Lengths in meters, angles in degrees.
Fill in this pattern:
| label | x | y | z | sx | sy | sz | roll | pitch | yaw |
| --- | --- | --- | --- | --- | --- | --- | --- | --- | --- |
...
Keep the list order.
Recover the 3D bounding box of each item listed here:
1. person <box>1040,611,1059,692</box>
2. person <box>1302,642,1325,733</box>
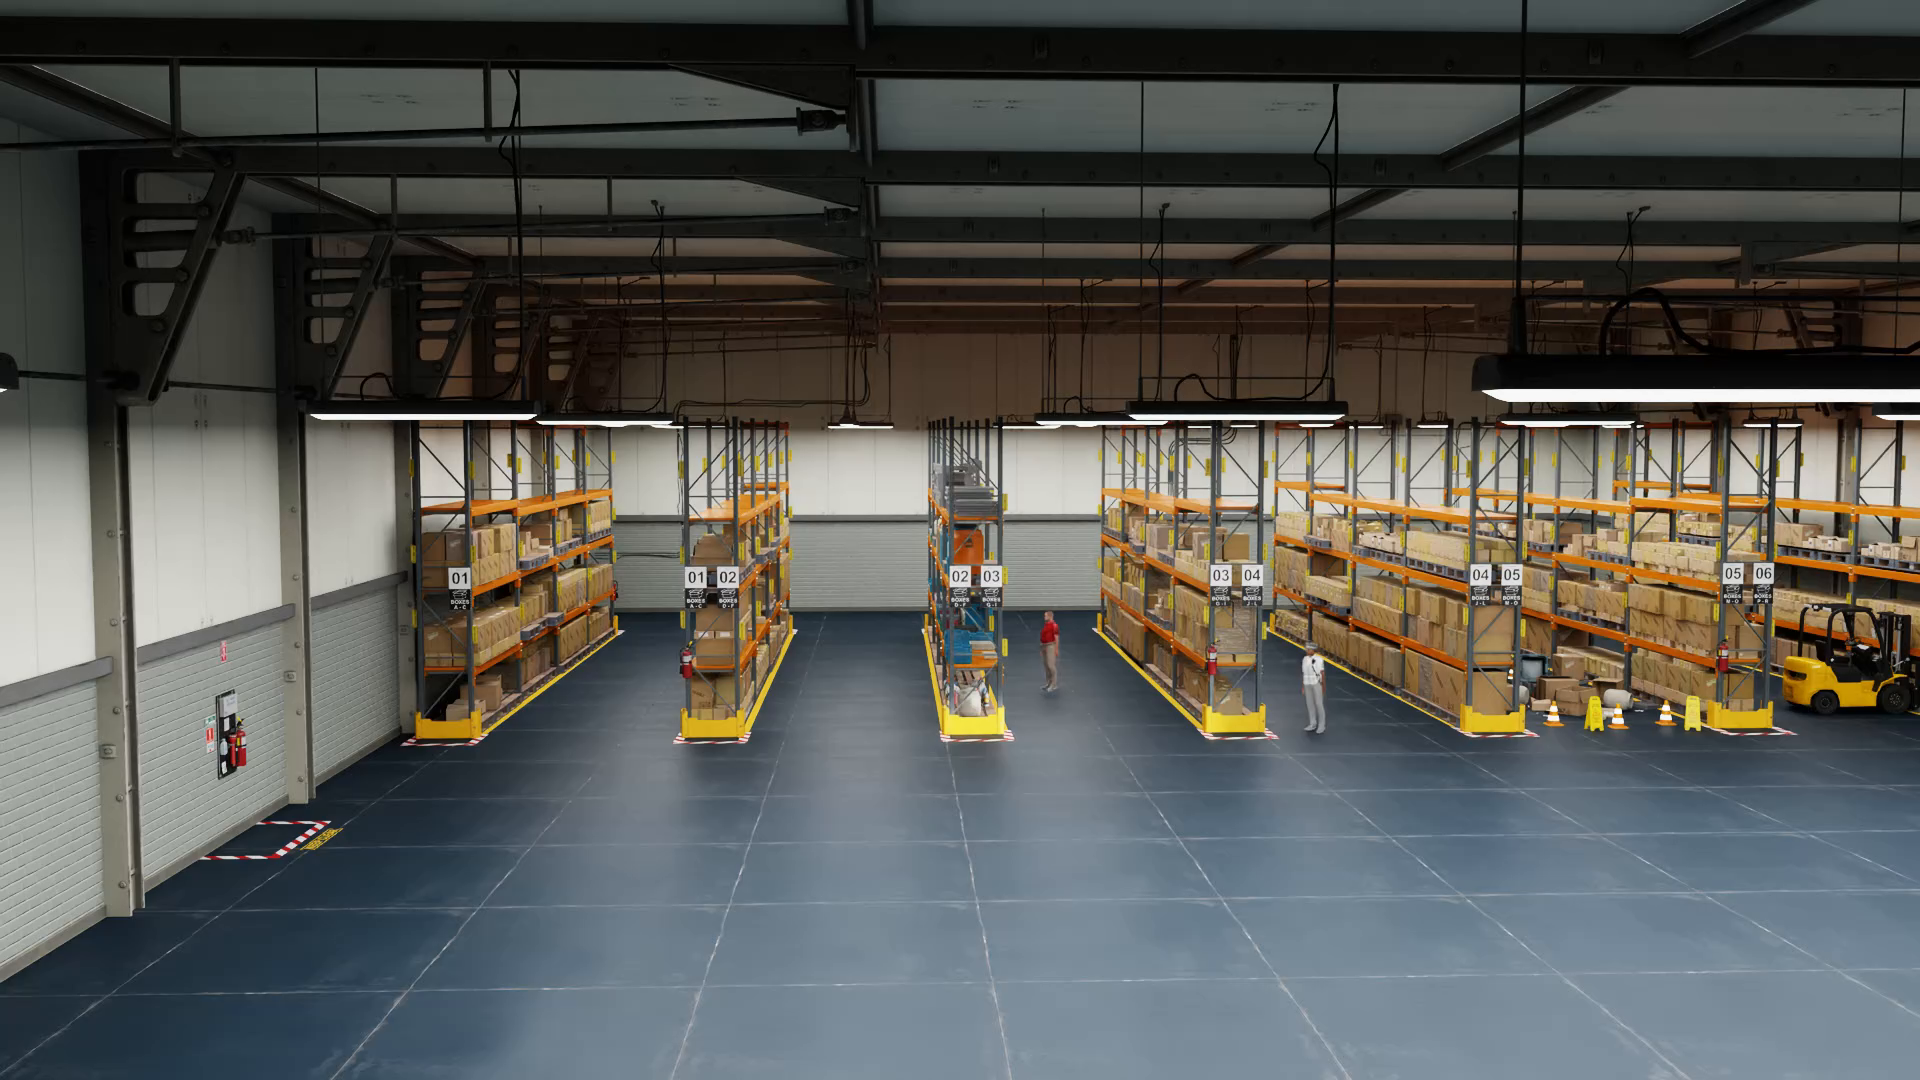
| label | x | y | z | sx | sy | sz | roll | pitch | yaw |
| --- | --- | --- | --- | --- | --- | --- | --- | --- | --- |
| person | 1.957 | 2.464 | 36.904 | 0.388 | 1.767 | 0.643 | -1 | 4 | -21 |
| person | 6.759 | 2.817 | 31.854 | 0.538 | 1.716 | 0.391 | 3 | 5 | 43 |
